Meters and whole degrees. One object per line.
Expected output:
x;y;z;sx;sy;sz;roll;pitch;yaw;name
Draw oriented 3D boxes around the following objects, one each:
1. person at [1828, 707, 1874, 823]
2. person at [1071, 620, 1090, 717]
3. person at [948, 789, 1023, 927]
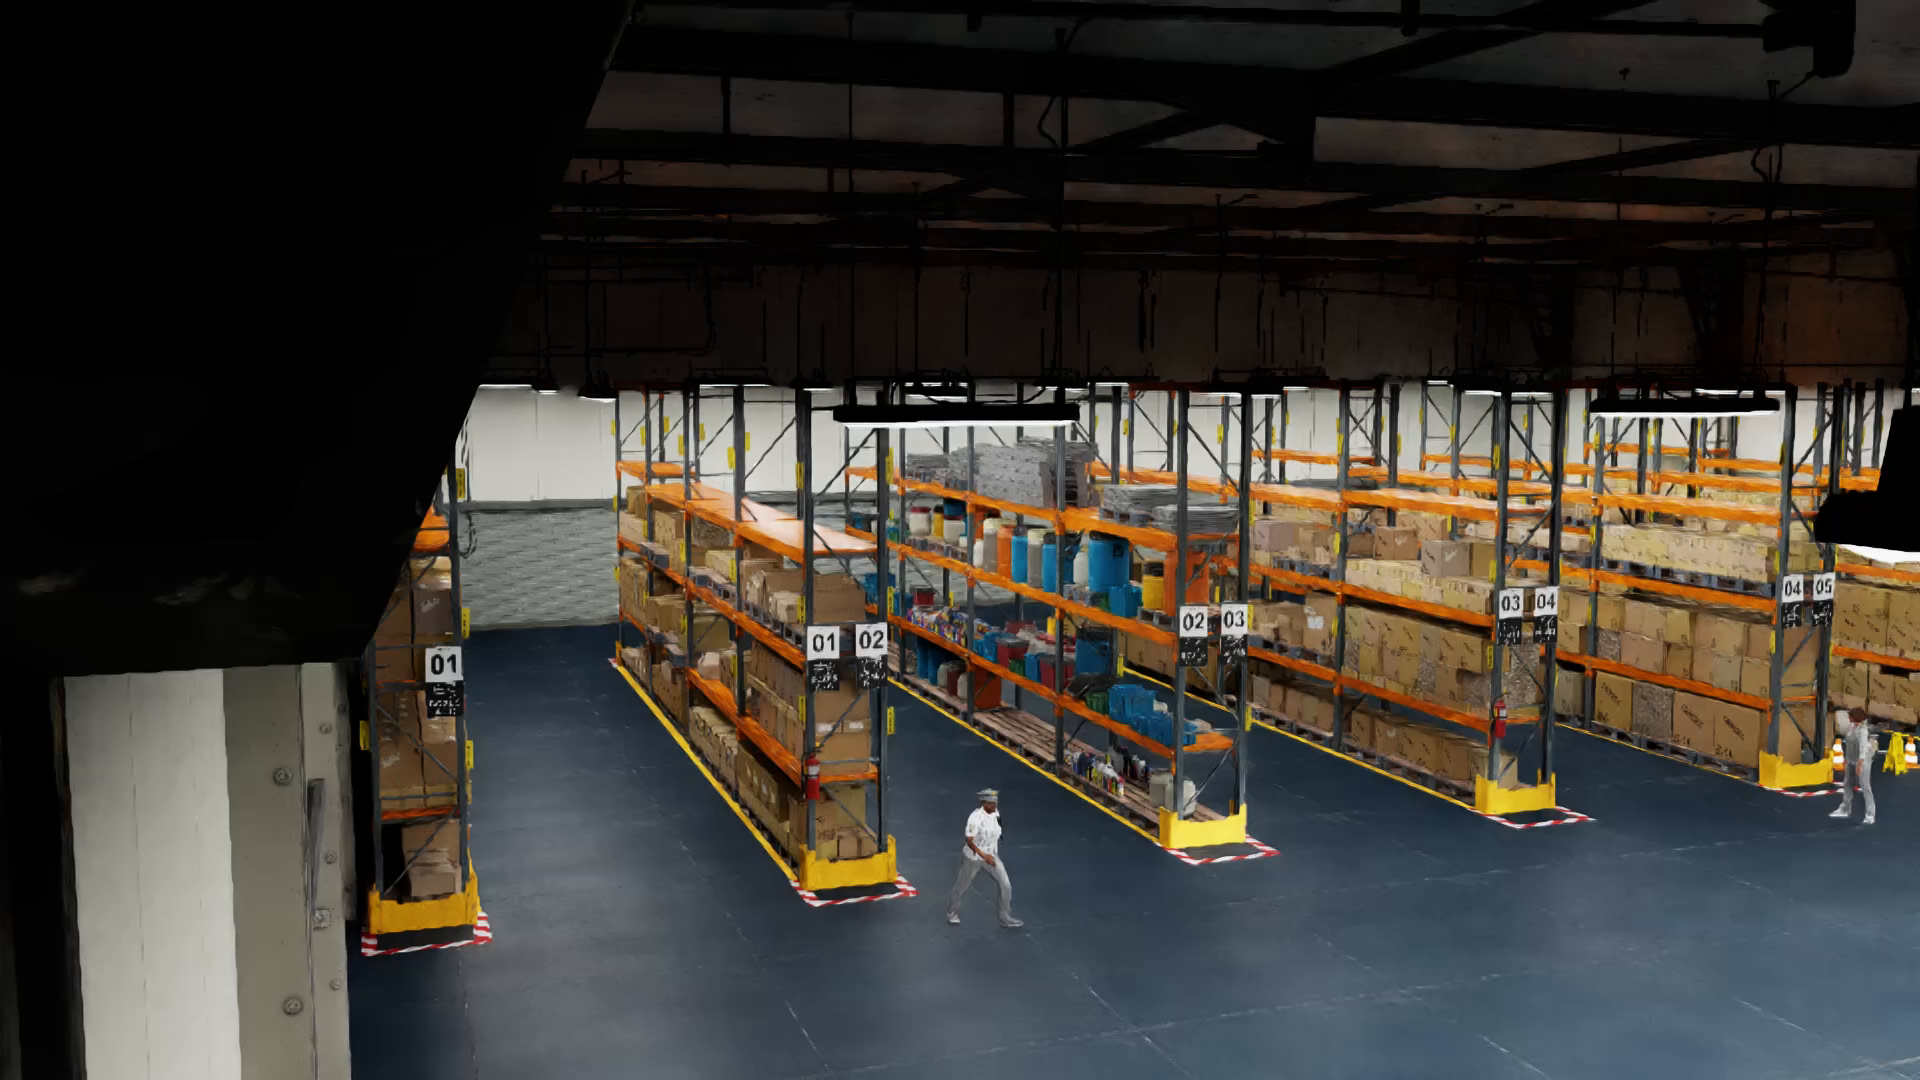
12.387;3.146;23.045;0.525;1.481;0.539;0;6;0;person
2.257;2.300;29.872;0.476;1.738;0.625;-6;8;-42;person
0.250;3.548;18.725;0.621;1.602;0.828;-4;7;-36;person
